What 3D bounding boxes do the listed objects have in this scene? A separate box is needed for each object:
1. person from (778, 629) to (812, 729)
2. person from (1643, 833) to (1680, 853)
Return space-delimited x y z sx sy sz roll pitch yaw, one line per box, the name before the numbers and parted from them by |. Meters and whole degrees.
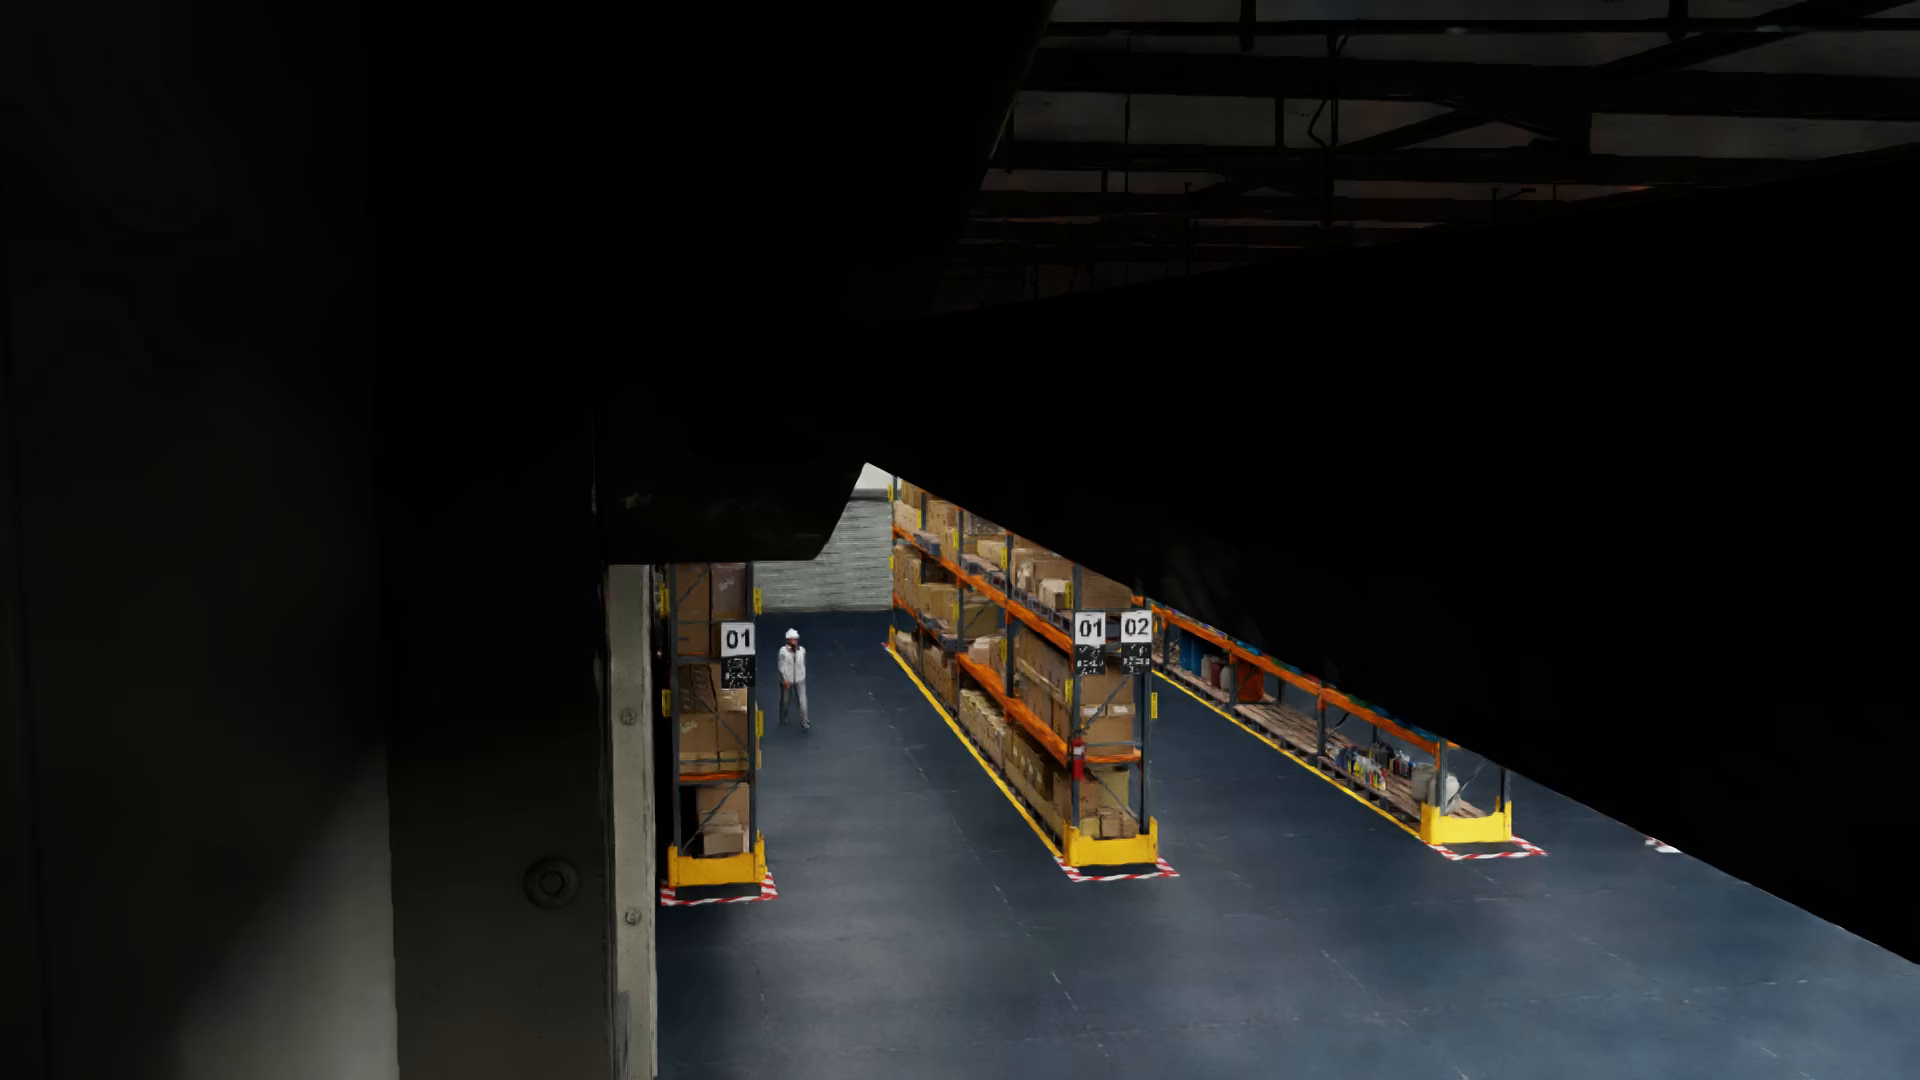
person | -2.885 2.380 28.609 0.537 1.715 1.029 -2 7 -19
person | 9.089 3.173 21.492 0.454 1.658 0.539 -5 8 -38
